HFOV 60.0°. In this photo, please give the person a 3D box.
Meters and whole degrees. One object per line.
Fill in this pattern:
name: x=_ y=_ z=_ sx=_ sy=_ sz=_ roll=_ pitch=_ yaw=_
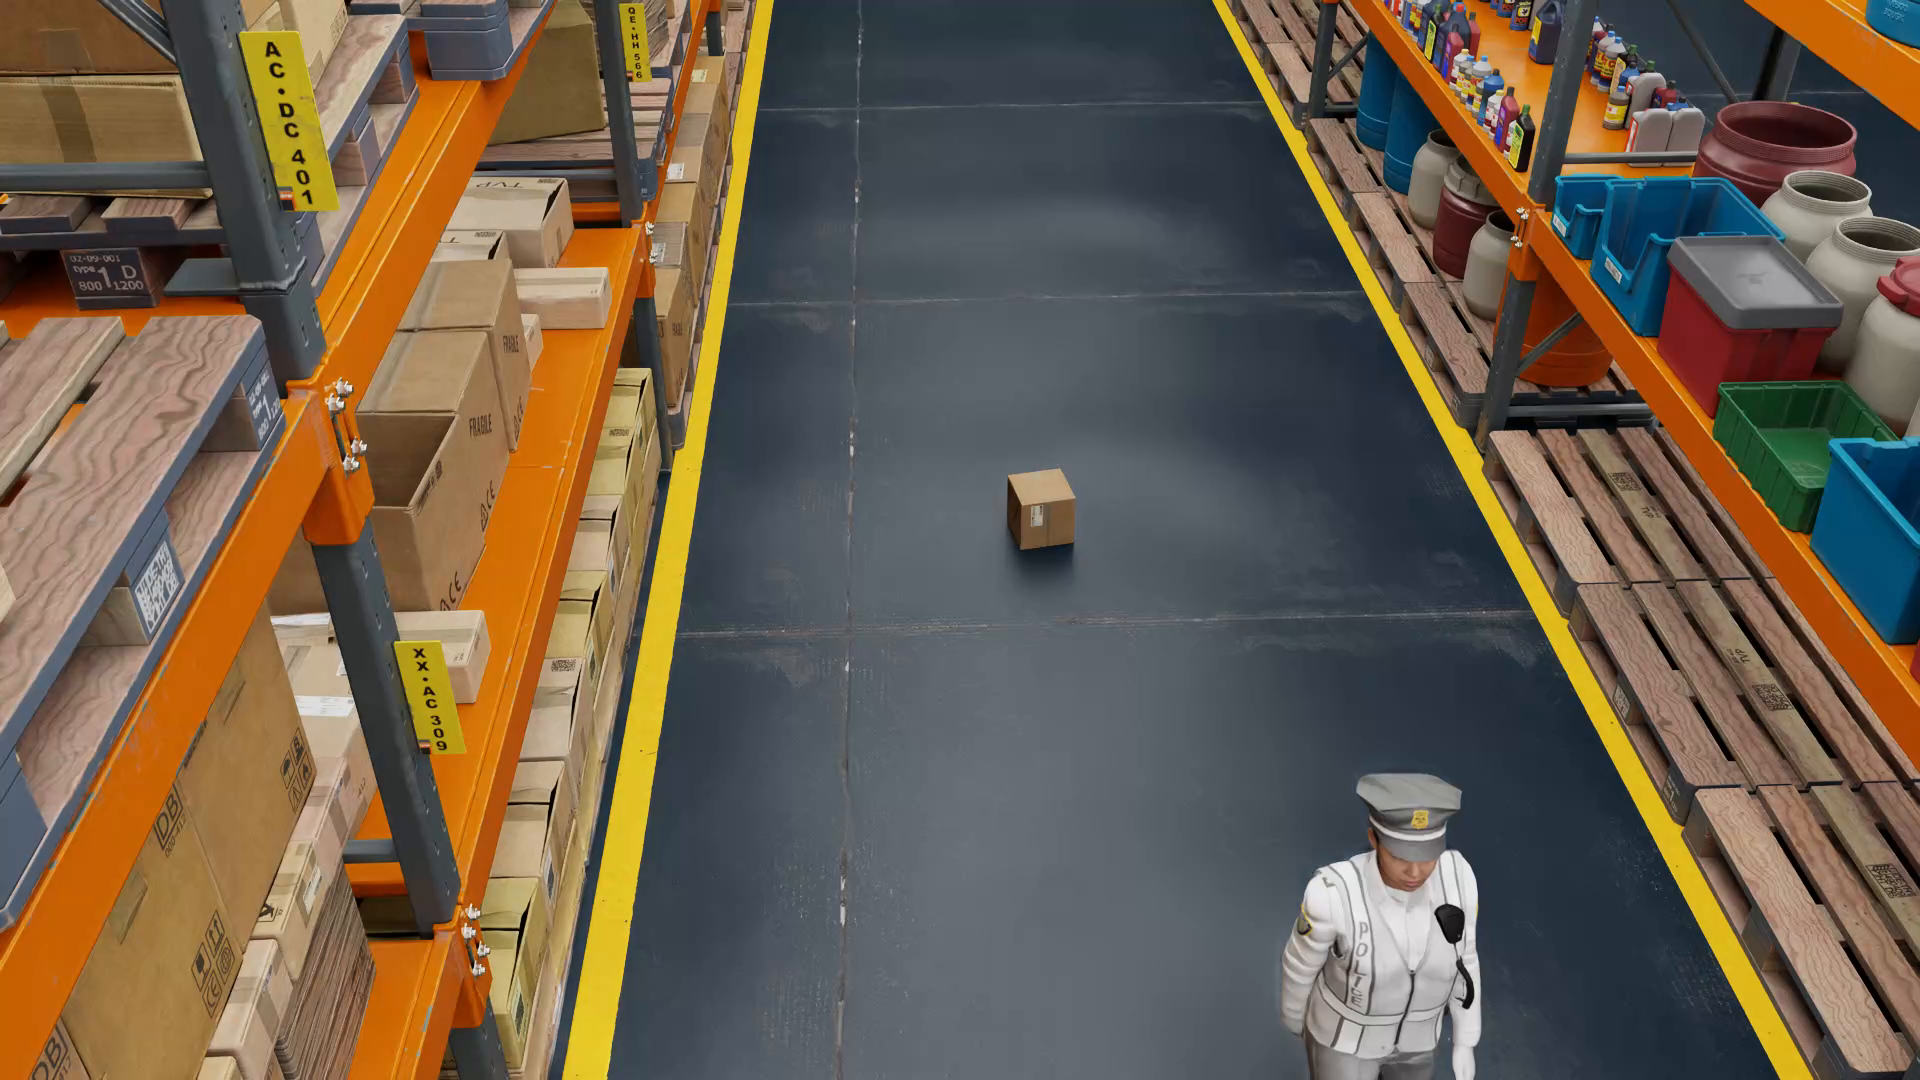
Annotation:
person: x=1.075 y=1.227 z=4.372 sx=0.483 sy=1.657 sz=0.808 roll=-7 pitch=36 yaw=-10
